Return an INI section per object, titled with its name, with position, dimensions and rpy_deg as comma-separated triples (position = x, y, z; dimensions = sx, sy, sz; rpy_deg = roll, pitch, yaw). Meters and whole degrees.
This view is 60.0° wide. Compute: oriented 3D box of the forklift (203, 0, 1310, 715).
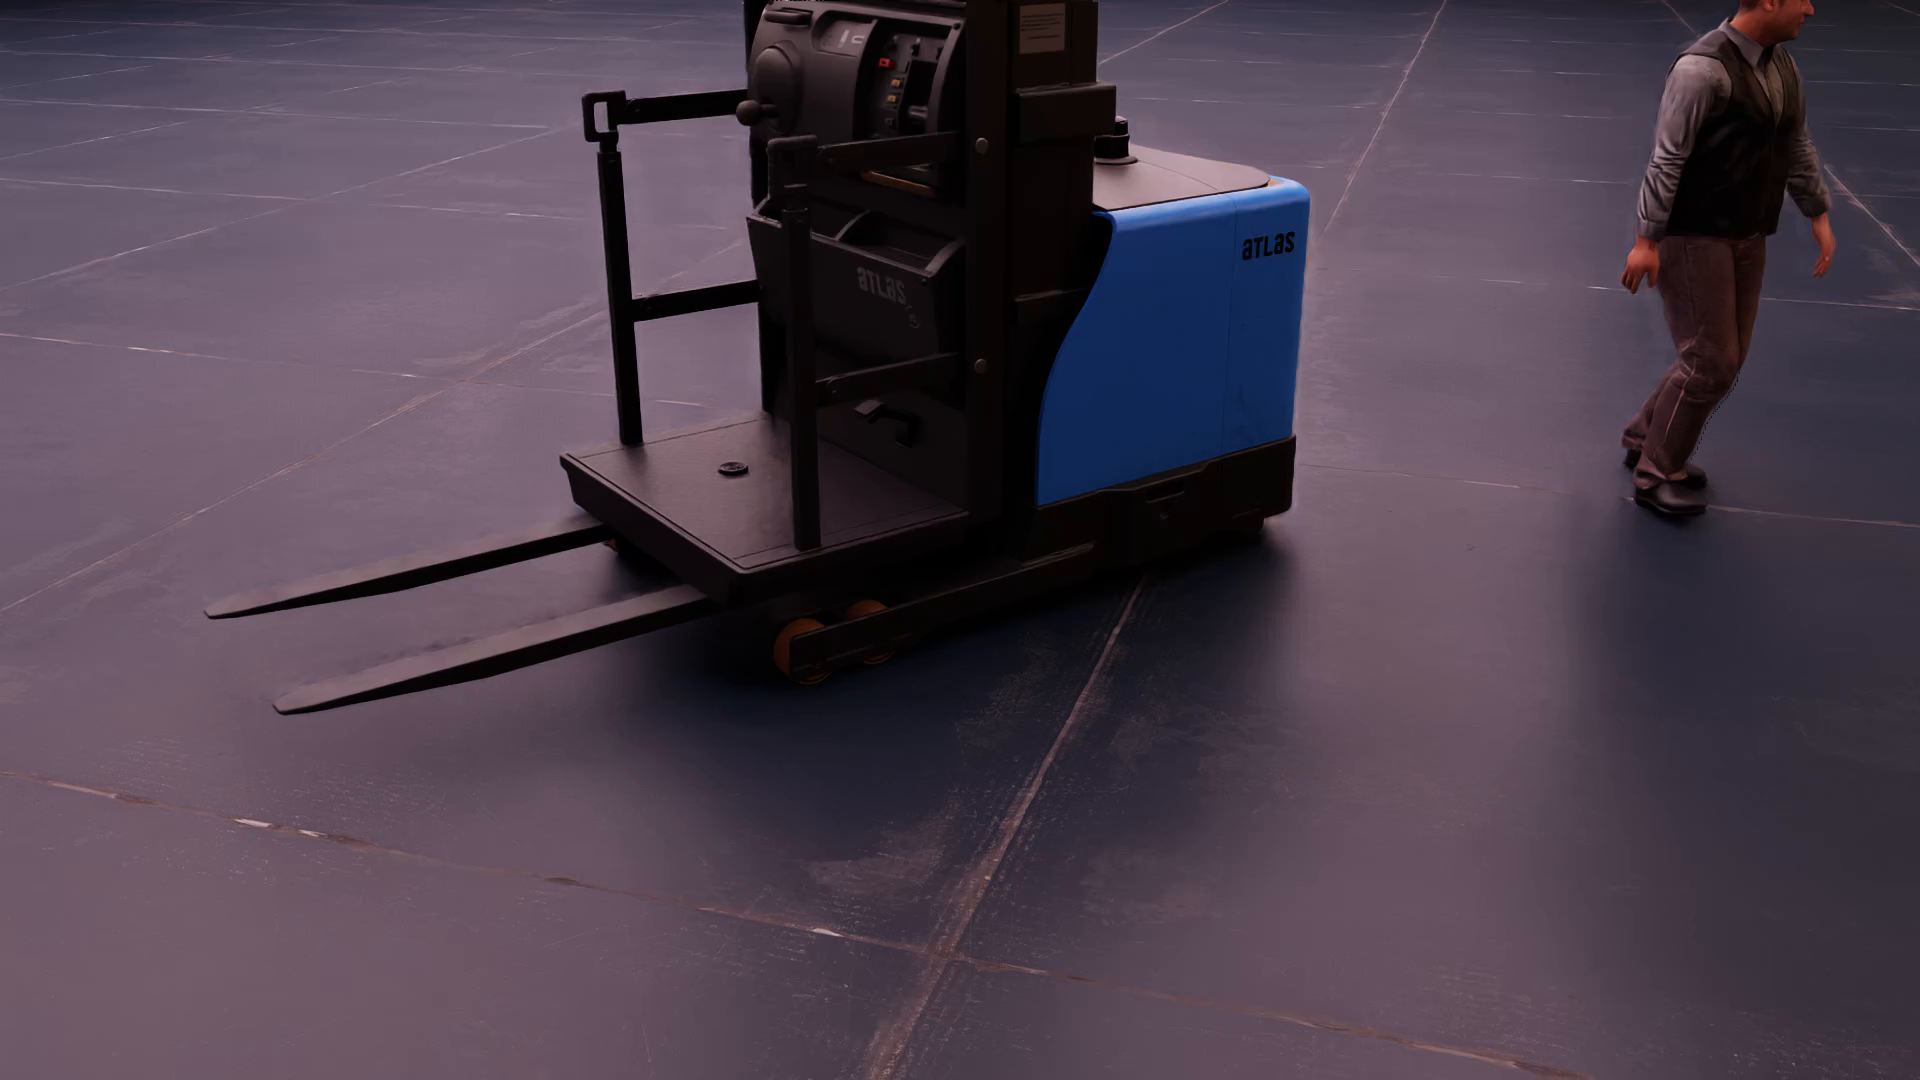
[forklift]
position = -0.456, -1.215, 4.222
dimensions = 3.031, 2.935, 1.130
rpy_deg = -16, 27, -33

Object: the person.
[person]
position = 2.355, -0.939, 5.201
dimensions = 0.658, 1.692, 0.532
rpy_deg = -16, 27, -33
